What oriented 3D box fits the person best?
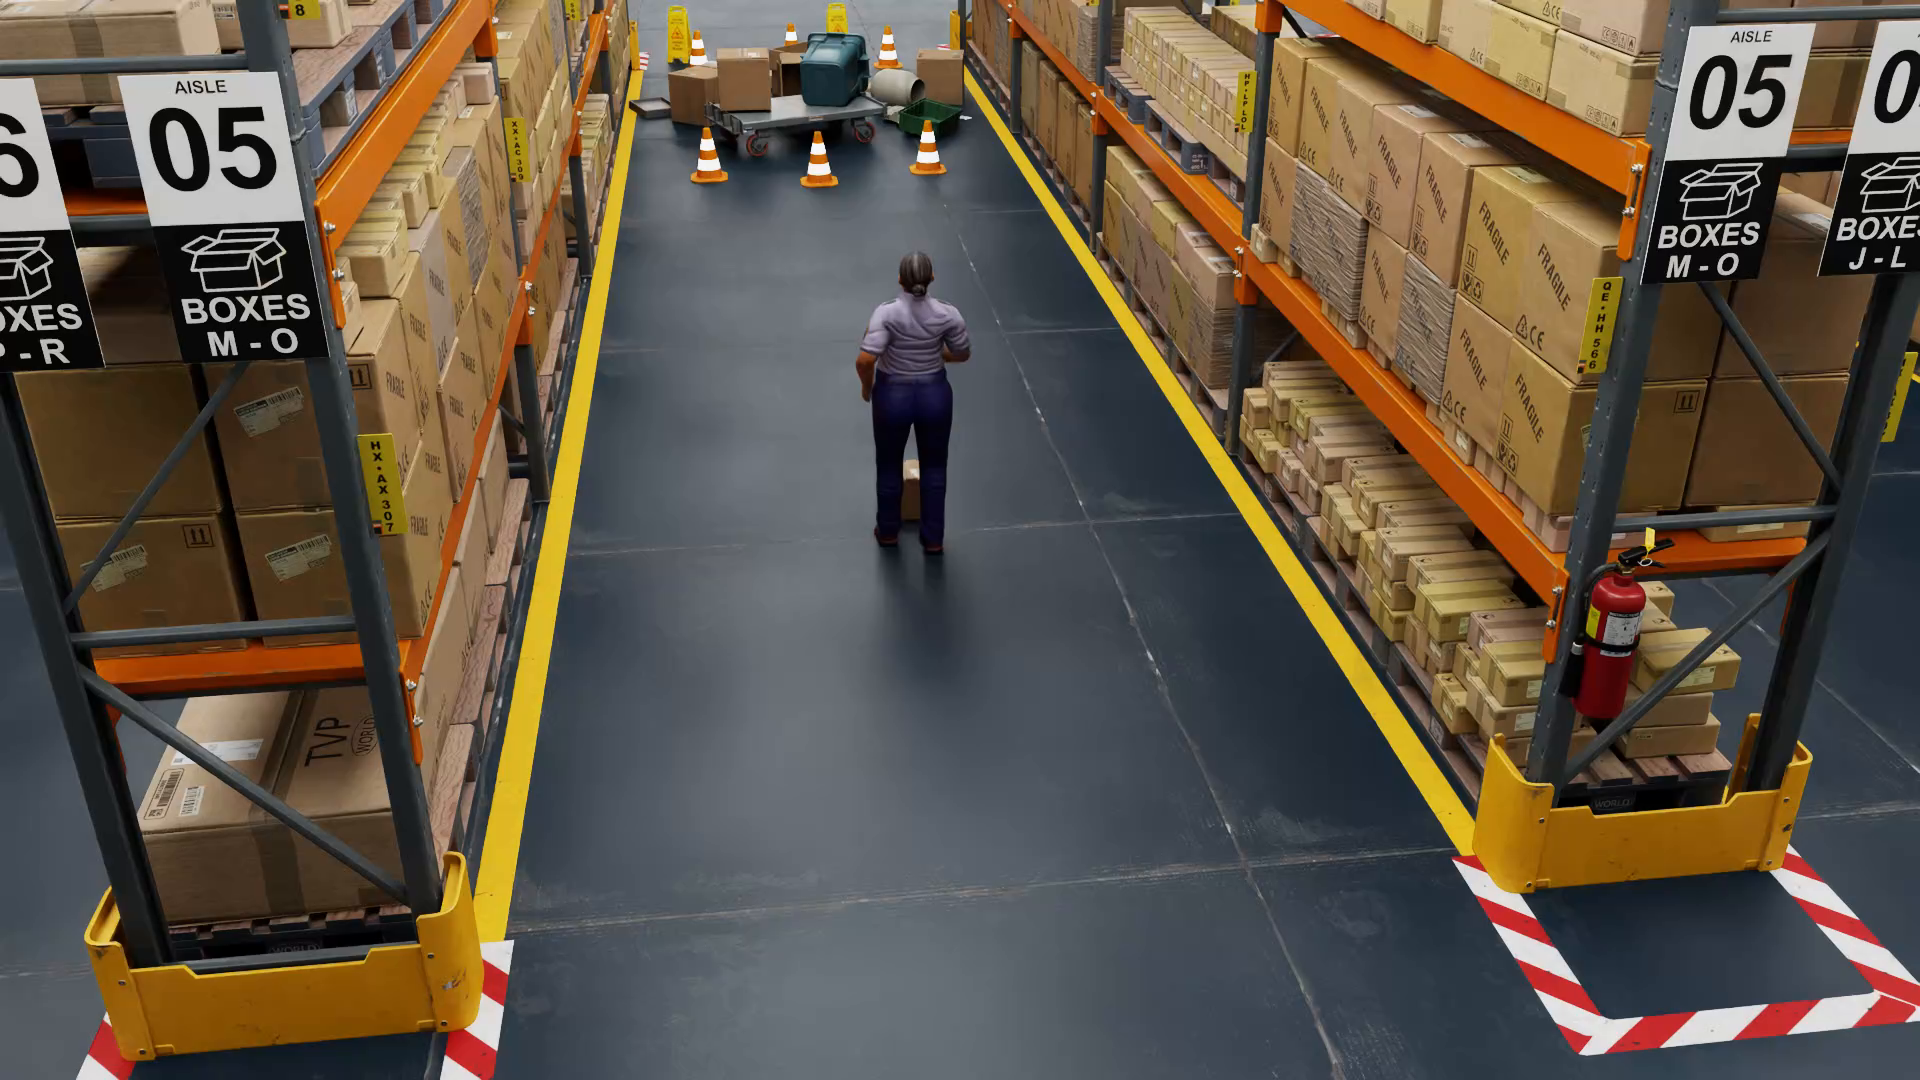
[{"bbox_3d":[-0.247,-0.710,8.516,0.595,1.662,0.542,-3,28,-7],"label":"person"}]
